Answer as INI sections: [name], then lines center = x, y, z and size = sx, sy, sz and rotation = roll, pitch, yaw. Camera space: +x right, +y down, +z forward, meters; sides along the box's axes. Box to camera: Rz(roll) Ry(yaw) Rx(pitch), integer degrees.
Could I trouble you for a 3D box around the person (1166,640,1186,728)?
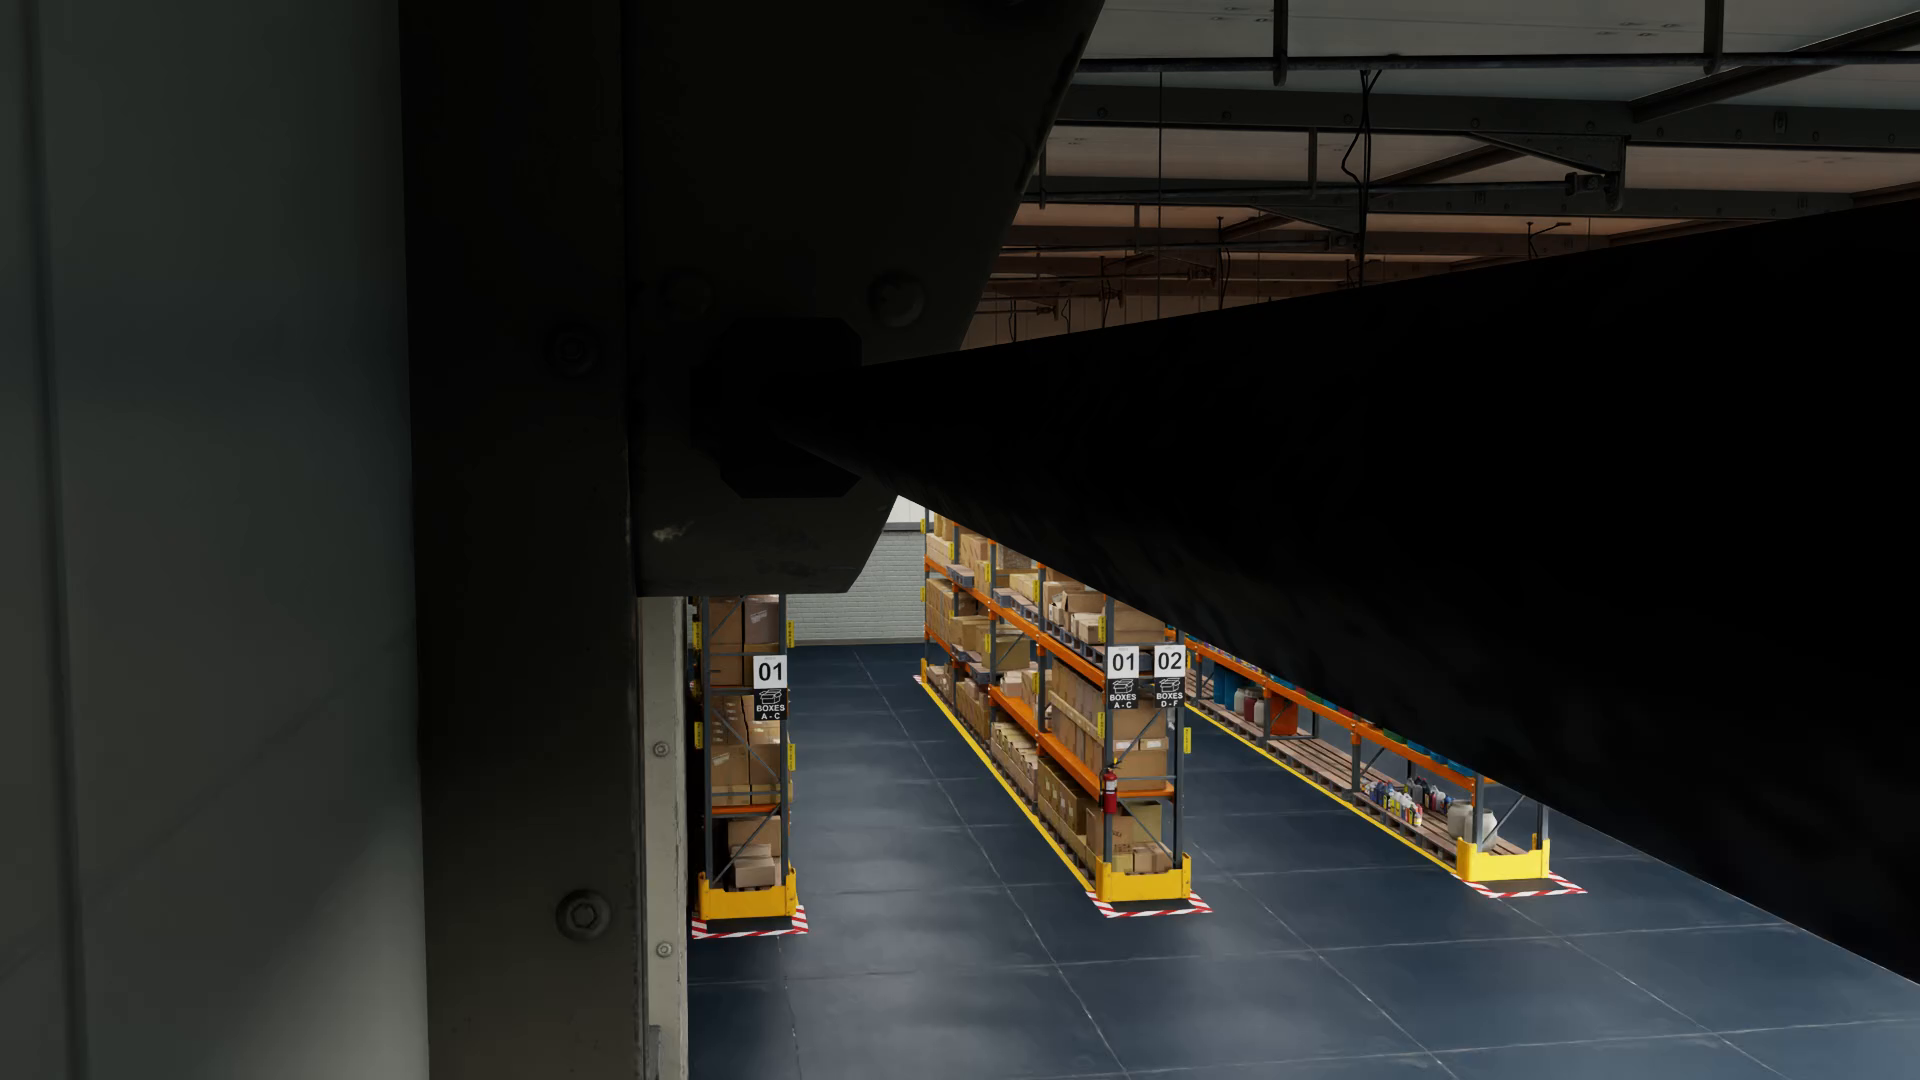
[person]
center = 4.064, 2.720, 31.599
size = 0.456, 1.615, 0.977
rotation = 0, 5, 2
